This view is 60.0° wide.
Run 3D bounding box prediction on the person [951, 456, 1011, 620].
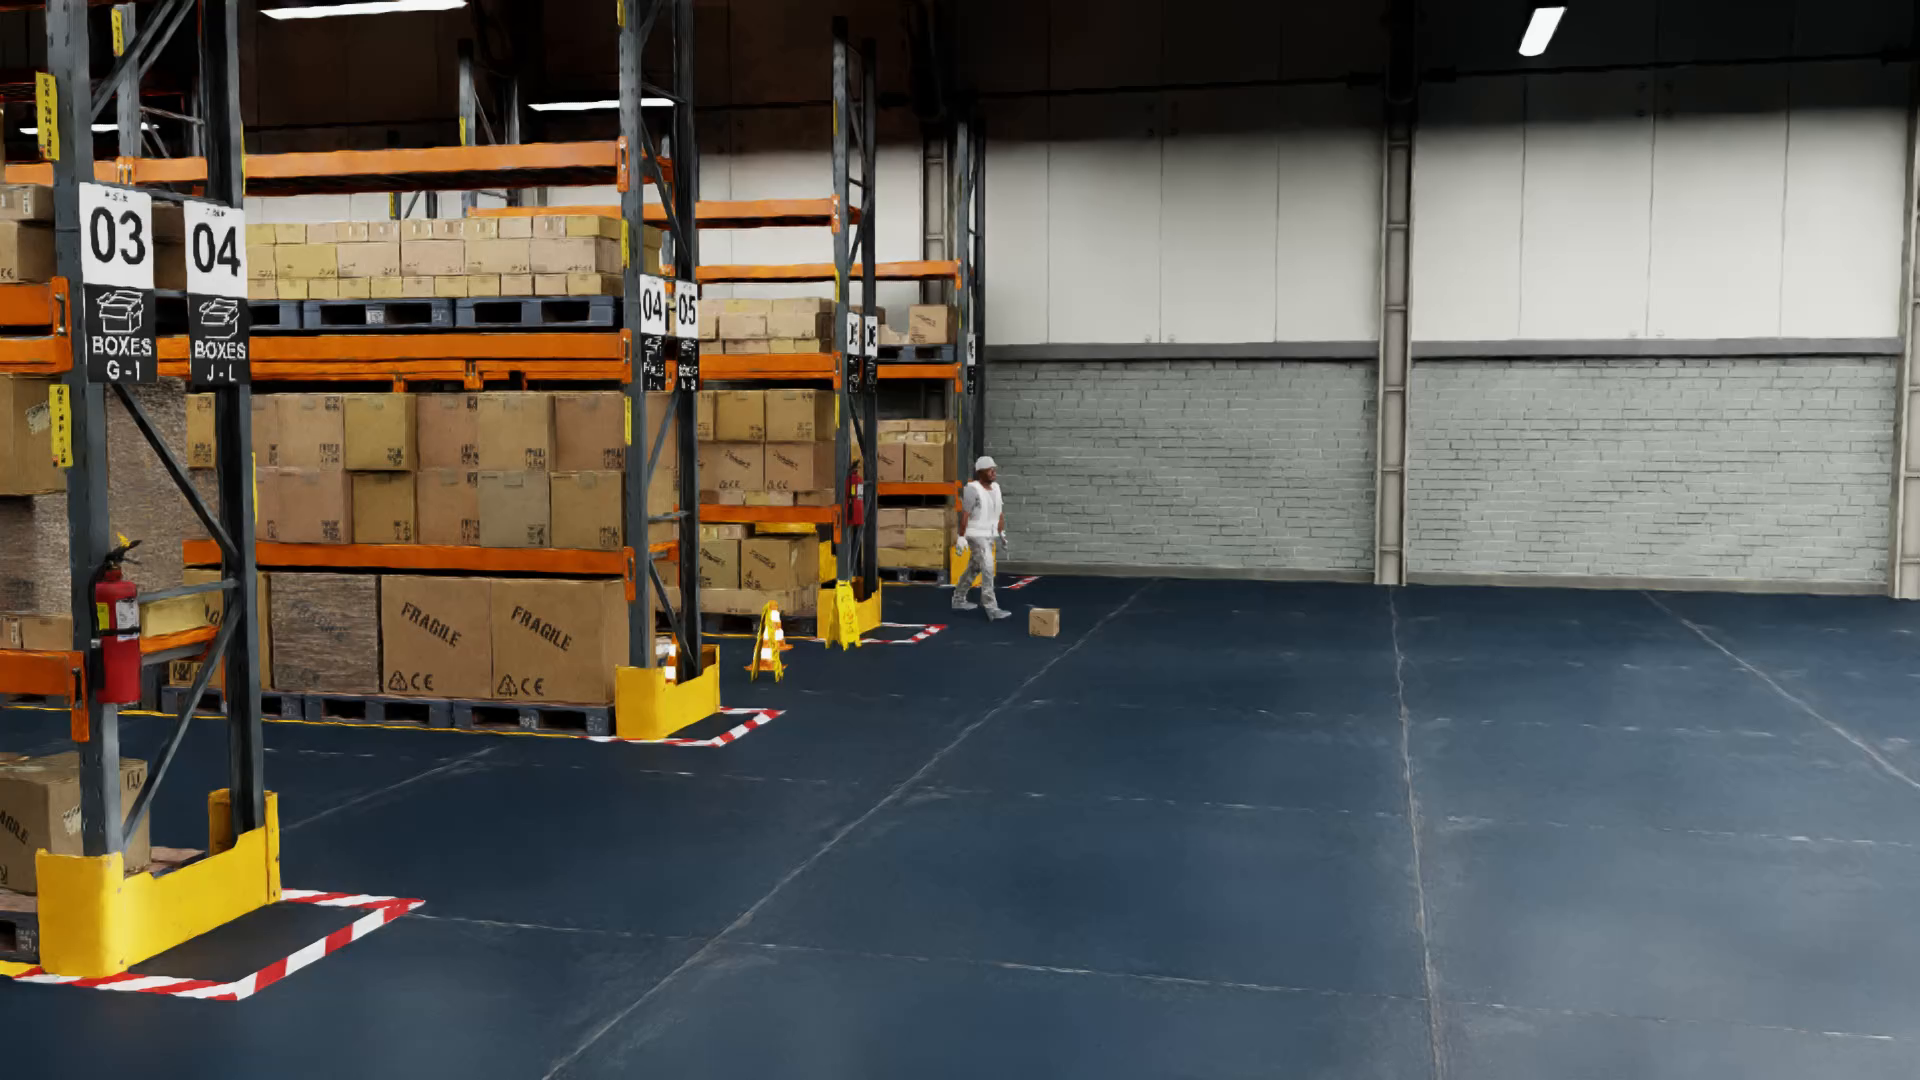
[{"bbox_3d":[0.233,-0.033,17.939,0.936,1.758,0.596,3,6,35],"label":"person"}]
